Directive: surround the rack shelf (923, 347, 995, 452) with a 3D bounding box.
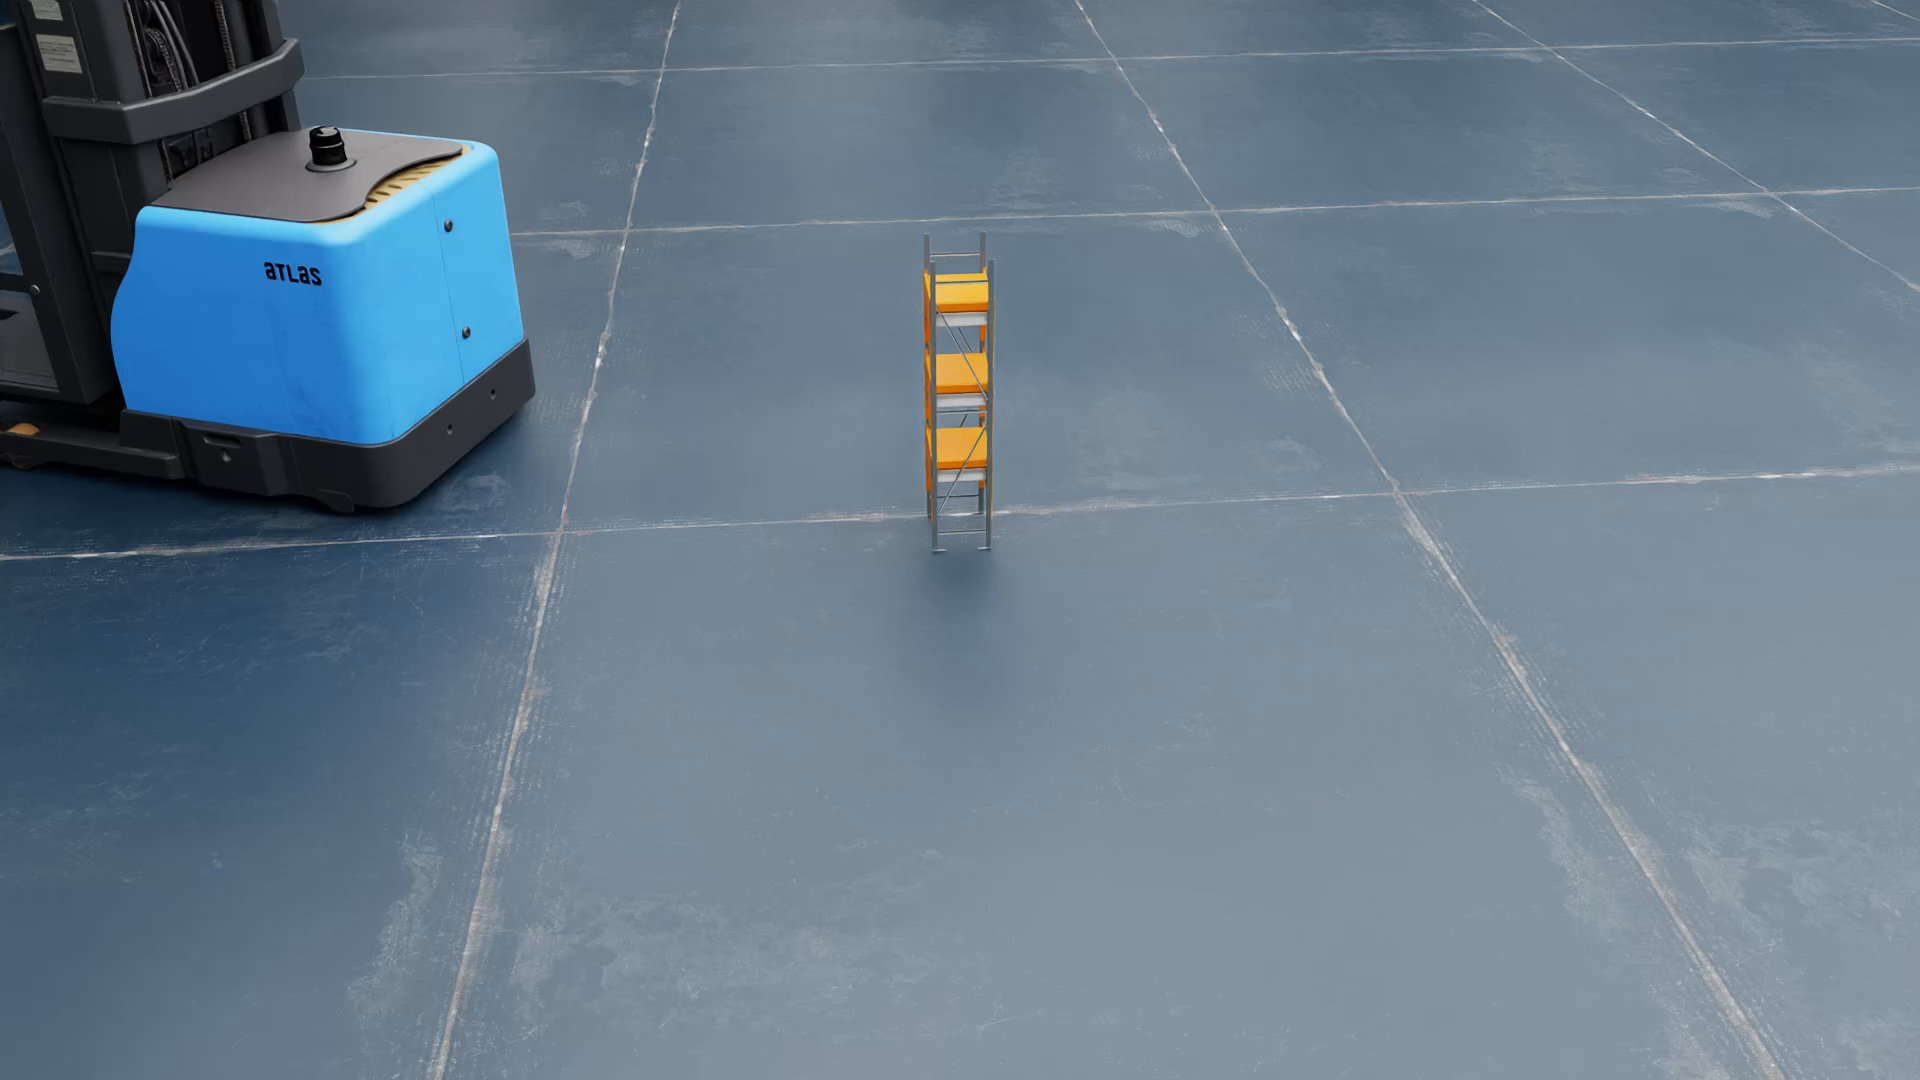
[{"bbox_3d":[-0.005,-0.469,5.532,0.215,0.259,0.240,-3,31,-5],"label":"rack shelf"}]

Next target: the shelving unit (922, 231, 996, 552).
[{"bbox_3d":[-0.005,-0.478,5.527,0.215,1.050,0.252,-3,31,-5],"label":"shelving unit"}]

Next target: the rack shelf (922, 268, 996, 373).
[{"bbox_3d":[-0.005,-0.713,5.386,0.215,0.259,0.240,-3,31,-5],"label":"rack shelf"}]

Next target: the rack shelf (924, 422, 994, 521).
[{"bbox_3d":[-0.005,-0.230,5.674,0.215,0.259,0.240,-3,31,-5],"label":"rack shelf"}]

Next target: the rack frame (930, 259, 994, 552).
[{"bbox_3d":[0.006,-0.416,5.422,0.200,1.050,0.008,-3,31,-5],"label":"rack frame"}]

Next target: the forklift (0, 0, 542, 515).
[{"bbox_3d":[-3.230,-1.769,5.853,3.031,2.935,1.130,9,32,14],"label":"forklift"}]

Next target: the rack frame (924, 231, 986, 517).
[{"bbox_3d":[-0.016,-0.540,5.631,0.200,1.050,0.008,-3,31,-5],"label":"rack frame"}]
